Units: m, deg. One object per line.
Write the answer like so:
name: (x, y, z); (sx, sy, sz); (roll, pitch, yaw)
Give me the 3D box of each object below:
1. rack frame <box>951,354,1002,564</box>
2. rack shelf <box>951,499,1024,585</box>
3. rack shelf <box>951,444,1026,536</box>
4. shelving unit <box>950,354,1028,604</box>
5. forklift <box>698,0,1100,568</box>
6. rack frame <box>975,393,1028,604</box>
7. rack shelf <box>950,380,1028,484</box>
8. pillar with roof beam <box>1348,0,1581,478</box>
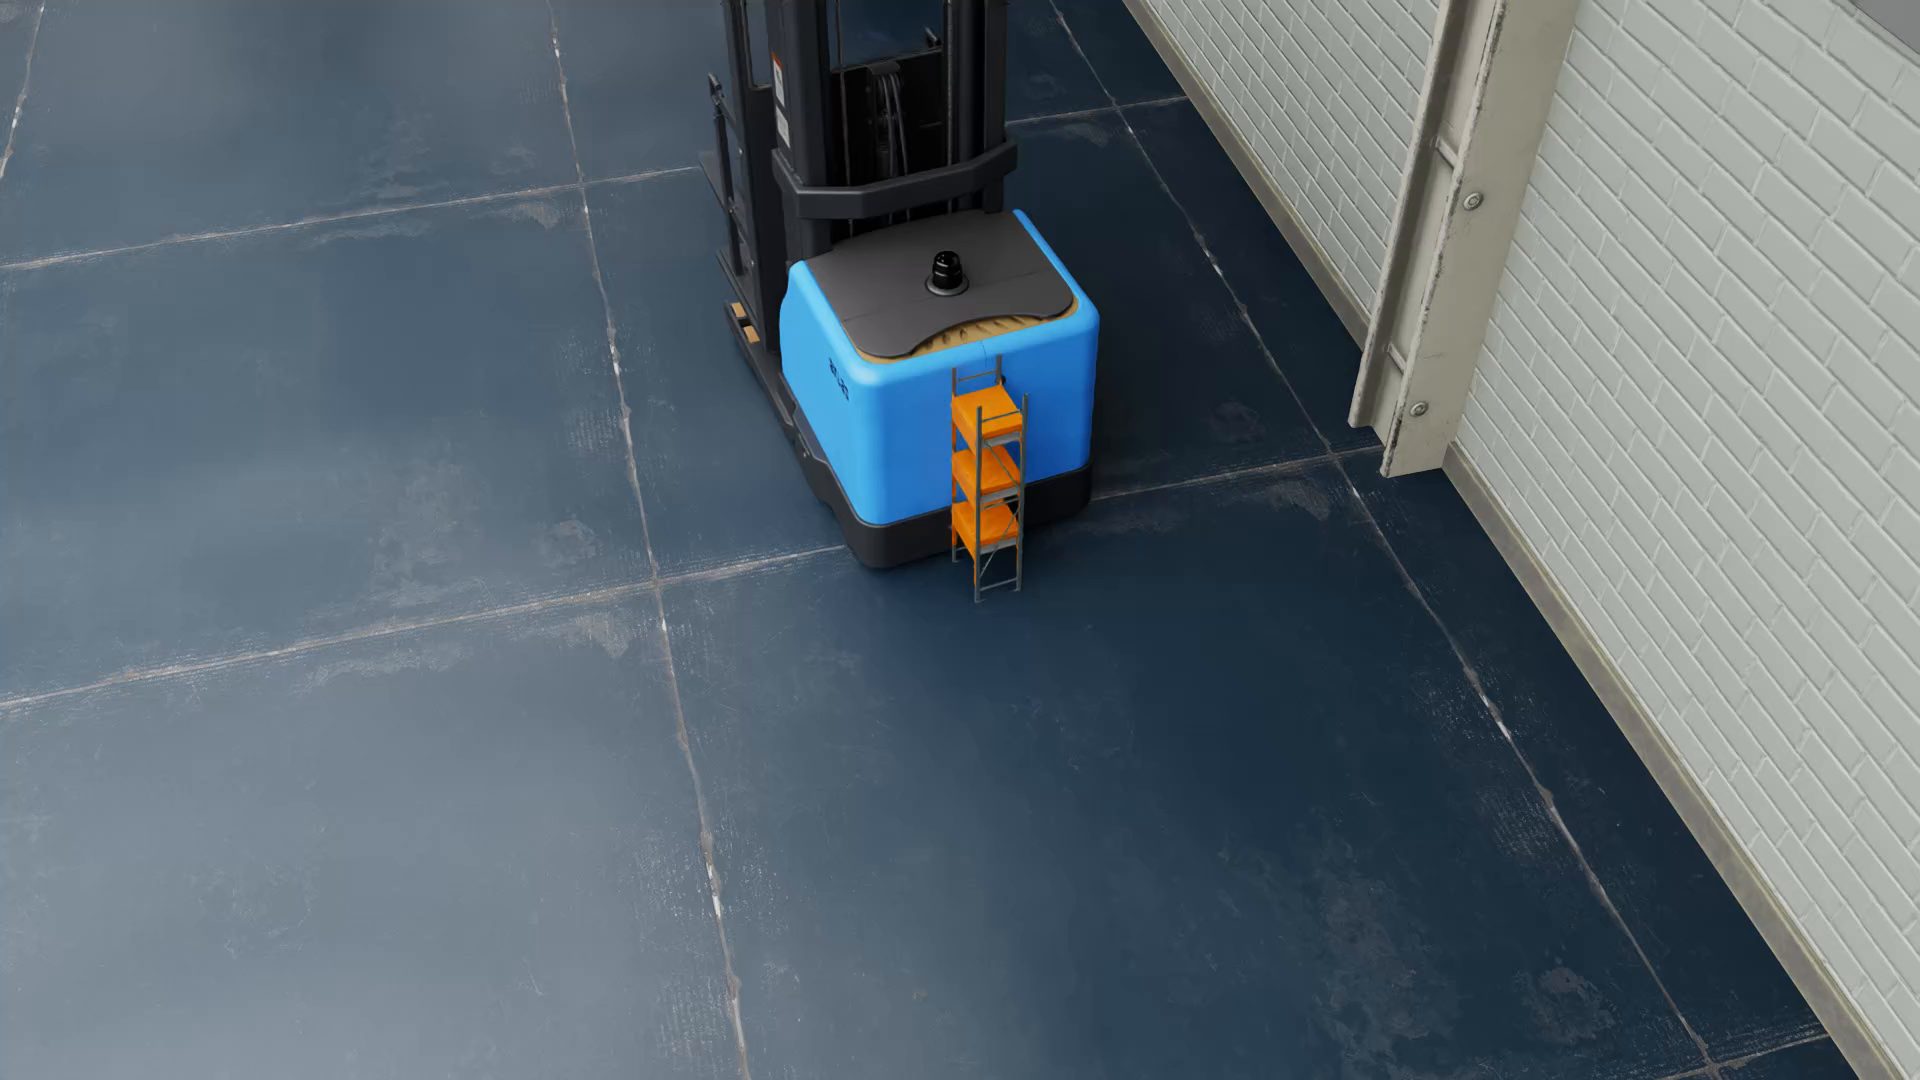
rack frame: (0.061, -0.298, 6.558); (0.200, 1.050, 0.008); (-16, 48, -15)
rack shelf: (0.108, -0.016, 6.685); (0.215, 0.259, 0.240); (-16, 48, -15)
rack shelf: (0.108, -0.210, 6.487); (0.215, 0.259, 0.240); (-16, 48, -15)
shelving unit: (0.108, -0.218, 6.479); (0.215, 1.050, 0.252); (-16, 48, -15)
forklift: (-0.474, -1.978, 6.887); (1.130, 2.935, 3.031); (-16, 48, -15)
rack frame: (0.154, -0.137, 6.400); (0.200, 1.050, 0.008); (-16, 48, -15)
rack shelf: (0.108, -0.409, 6.284); (0.215, 0.259, 0.240); (-16, 48, -15)
pillar with roof beam: (-2.208, -2.798, 3.443); (9.100, 9.000, 0.400); (-11, 47, -10)
